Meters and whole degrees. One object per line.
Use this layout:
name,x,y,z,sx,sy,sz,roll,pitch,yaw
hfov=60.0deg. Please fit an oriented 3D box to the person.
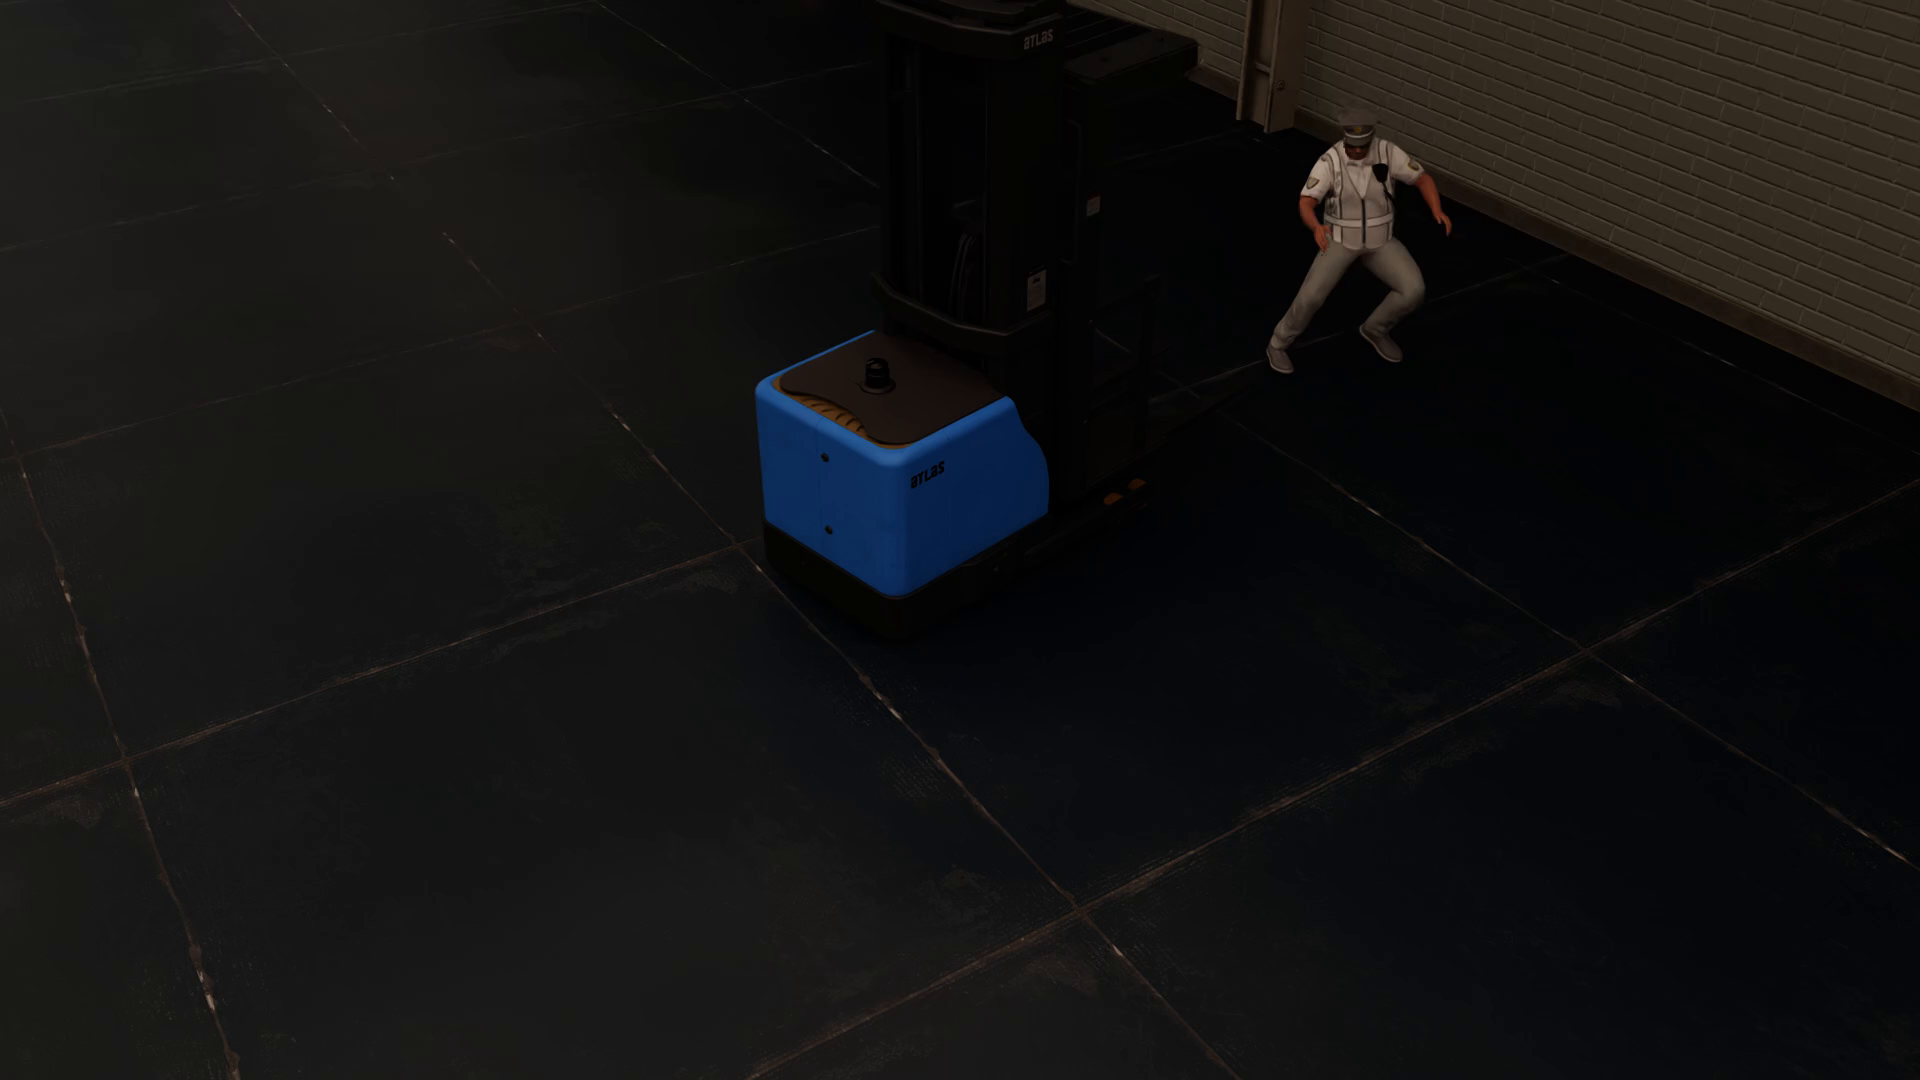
person,2.370,-1.744,9.828,0.945,1.549,0.790,2,35,3

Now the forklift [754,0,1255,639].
forklift,0.403,-1.472,8.243,3.031,2.935,1.130,-30,45,-35
